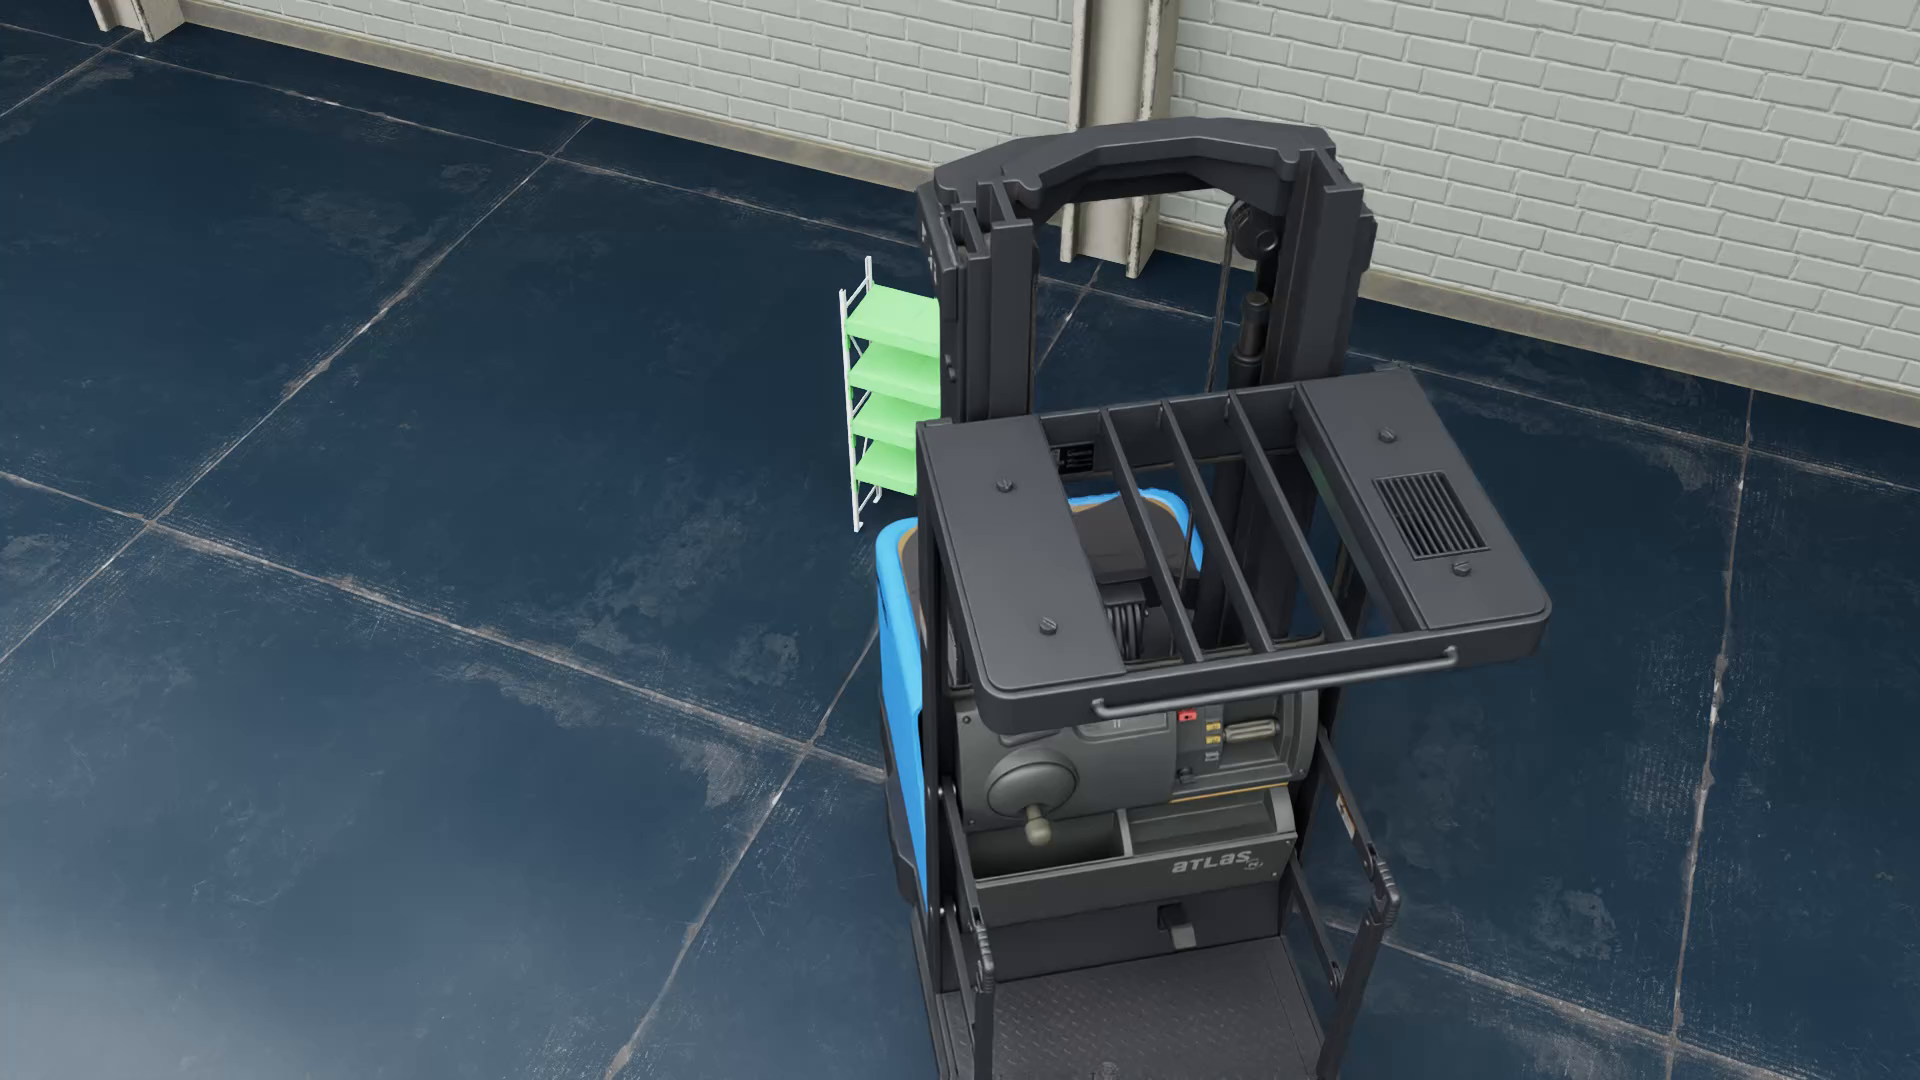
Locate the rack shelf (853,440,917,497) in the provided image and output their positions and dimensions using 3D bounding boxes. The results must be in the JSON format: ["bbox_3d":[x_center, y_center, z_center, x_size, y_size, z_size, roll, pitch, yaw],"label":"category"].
[{"bbox_3d":[-0.153,-0.255,6.586,0.480,0.148,0.258,16,47,16],"label":"rack shelf"}]

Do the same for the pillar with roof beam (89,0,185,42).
[{"bbox_3d":[-6.467,-3.430,3.817,0.400,9.000,9.100,16,47,16],"label":"pillar with roof beam"}]

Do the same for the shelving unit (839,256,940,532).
[{"bbox_3d":[-0.153,-0.470,6.372,0.503,1.200,0.258,16,47,16],"label":"shelving unit"}]

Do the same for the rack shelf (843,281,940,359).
[{"bbox_3d":[-0.153,-0.765,6.078,0.480,0.148,0.258,16,47,16],"label":"rack shelf"}]

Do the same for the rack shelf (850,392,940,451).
[{"bbox_3d":[-0.153,-0.425,6.417,0.480,0.148,0.258,16,47,16],"label":"rack shelf"}]

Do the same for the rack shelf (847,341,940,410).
[{"bbox_3d":[-0.153,-0.595,6.248,0.480,0.148,0.258,16,47,16],"label":"rack shelf"}]

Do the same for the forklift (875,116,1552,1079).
[{"bbox_3d":[0.495,0.621,4.047,1.130,2.935,3.031,-8,45,-8],"label":"forklift"}]

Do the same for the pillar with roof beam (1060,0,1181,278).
[{"bbox_3d":[-0.929,-1.800,2.180,0.400,9.000,9.100,16,47,16],"label":"pillar with roof beam"}]

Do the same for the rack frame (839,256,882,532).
[{"bbox_3d":[-0.378,-0.537,6.439,0.015,1.200,0.240,16,47,16],"label":"rack frame"}]
